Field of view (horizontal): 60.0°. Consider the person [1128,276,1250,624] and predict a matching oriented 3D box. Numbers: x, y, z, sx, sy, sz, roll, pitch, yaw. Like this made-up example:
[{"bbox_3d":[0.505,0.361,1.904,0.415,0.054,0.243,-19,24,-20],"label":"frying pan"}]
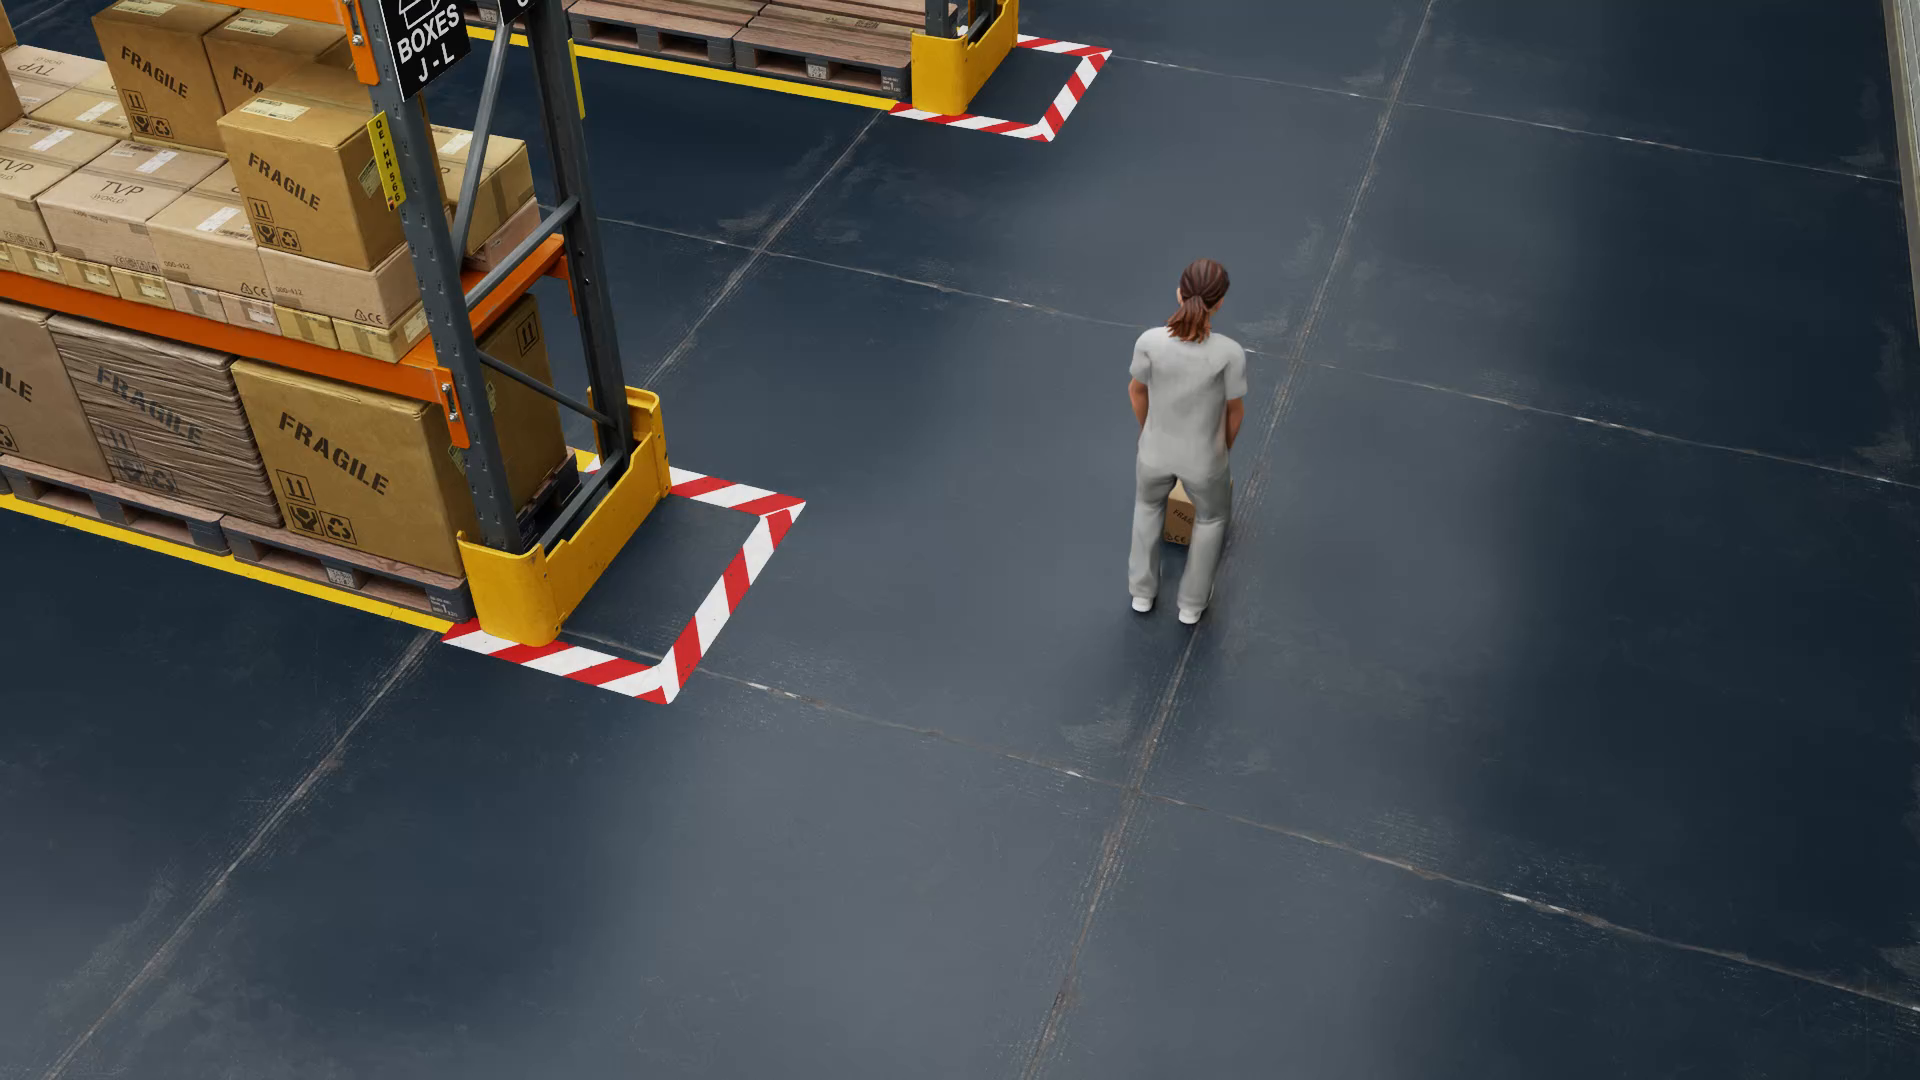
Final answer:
[{"bbox_3d":[0.883,-0.333,6.695,0.488,1.469,0.574,14,44,15],"label":"person"}]
